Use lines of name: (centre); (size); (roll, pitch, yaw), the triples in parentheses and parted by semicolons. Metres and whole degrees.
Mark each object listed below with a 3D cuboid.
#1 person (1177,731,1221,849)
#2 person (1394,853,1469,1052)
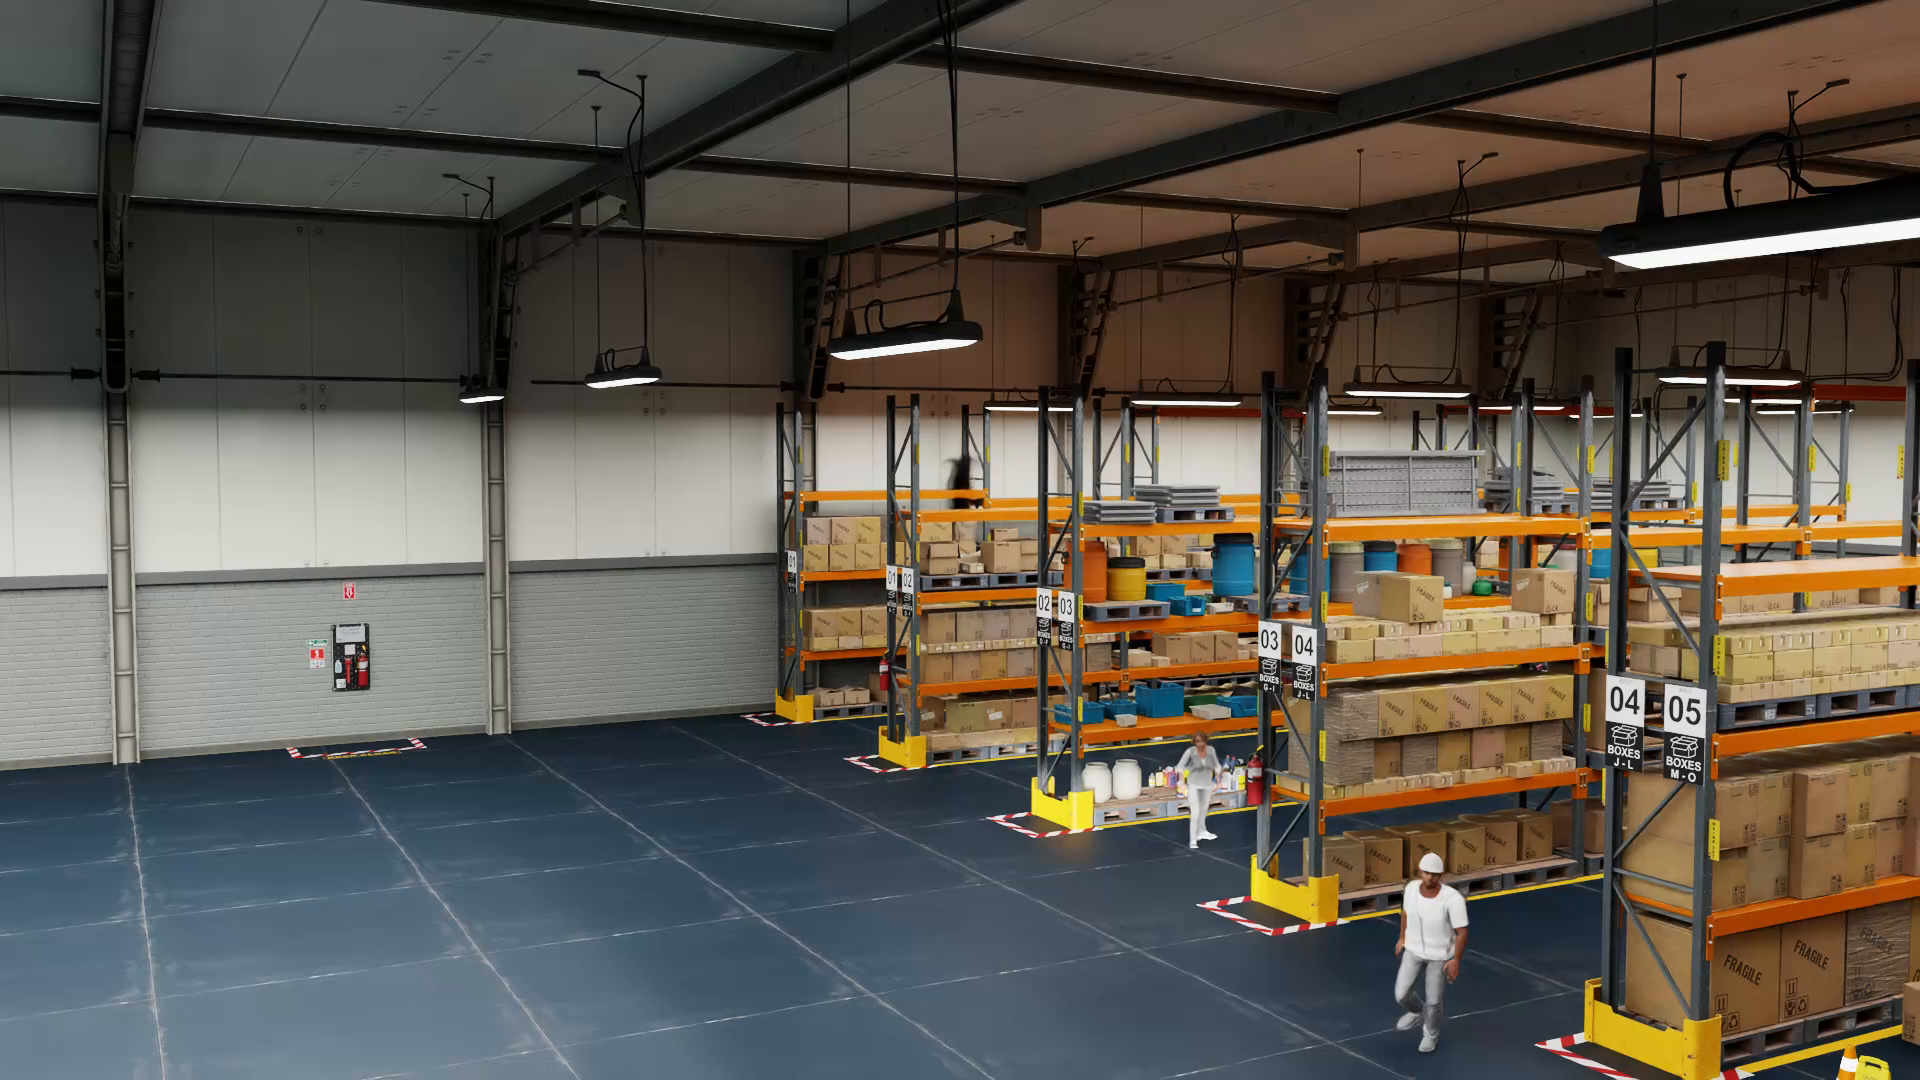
person: (3.129, 3.192, 21.442); (0.609, 1.534, 0.765); (-1, 3, -18)
person: (3.986, 3.500, 14.114); (0.697, 1.738, 0.569); (2, 4, 35)
